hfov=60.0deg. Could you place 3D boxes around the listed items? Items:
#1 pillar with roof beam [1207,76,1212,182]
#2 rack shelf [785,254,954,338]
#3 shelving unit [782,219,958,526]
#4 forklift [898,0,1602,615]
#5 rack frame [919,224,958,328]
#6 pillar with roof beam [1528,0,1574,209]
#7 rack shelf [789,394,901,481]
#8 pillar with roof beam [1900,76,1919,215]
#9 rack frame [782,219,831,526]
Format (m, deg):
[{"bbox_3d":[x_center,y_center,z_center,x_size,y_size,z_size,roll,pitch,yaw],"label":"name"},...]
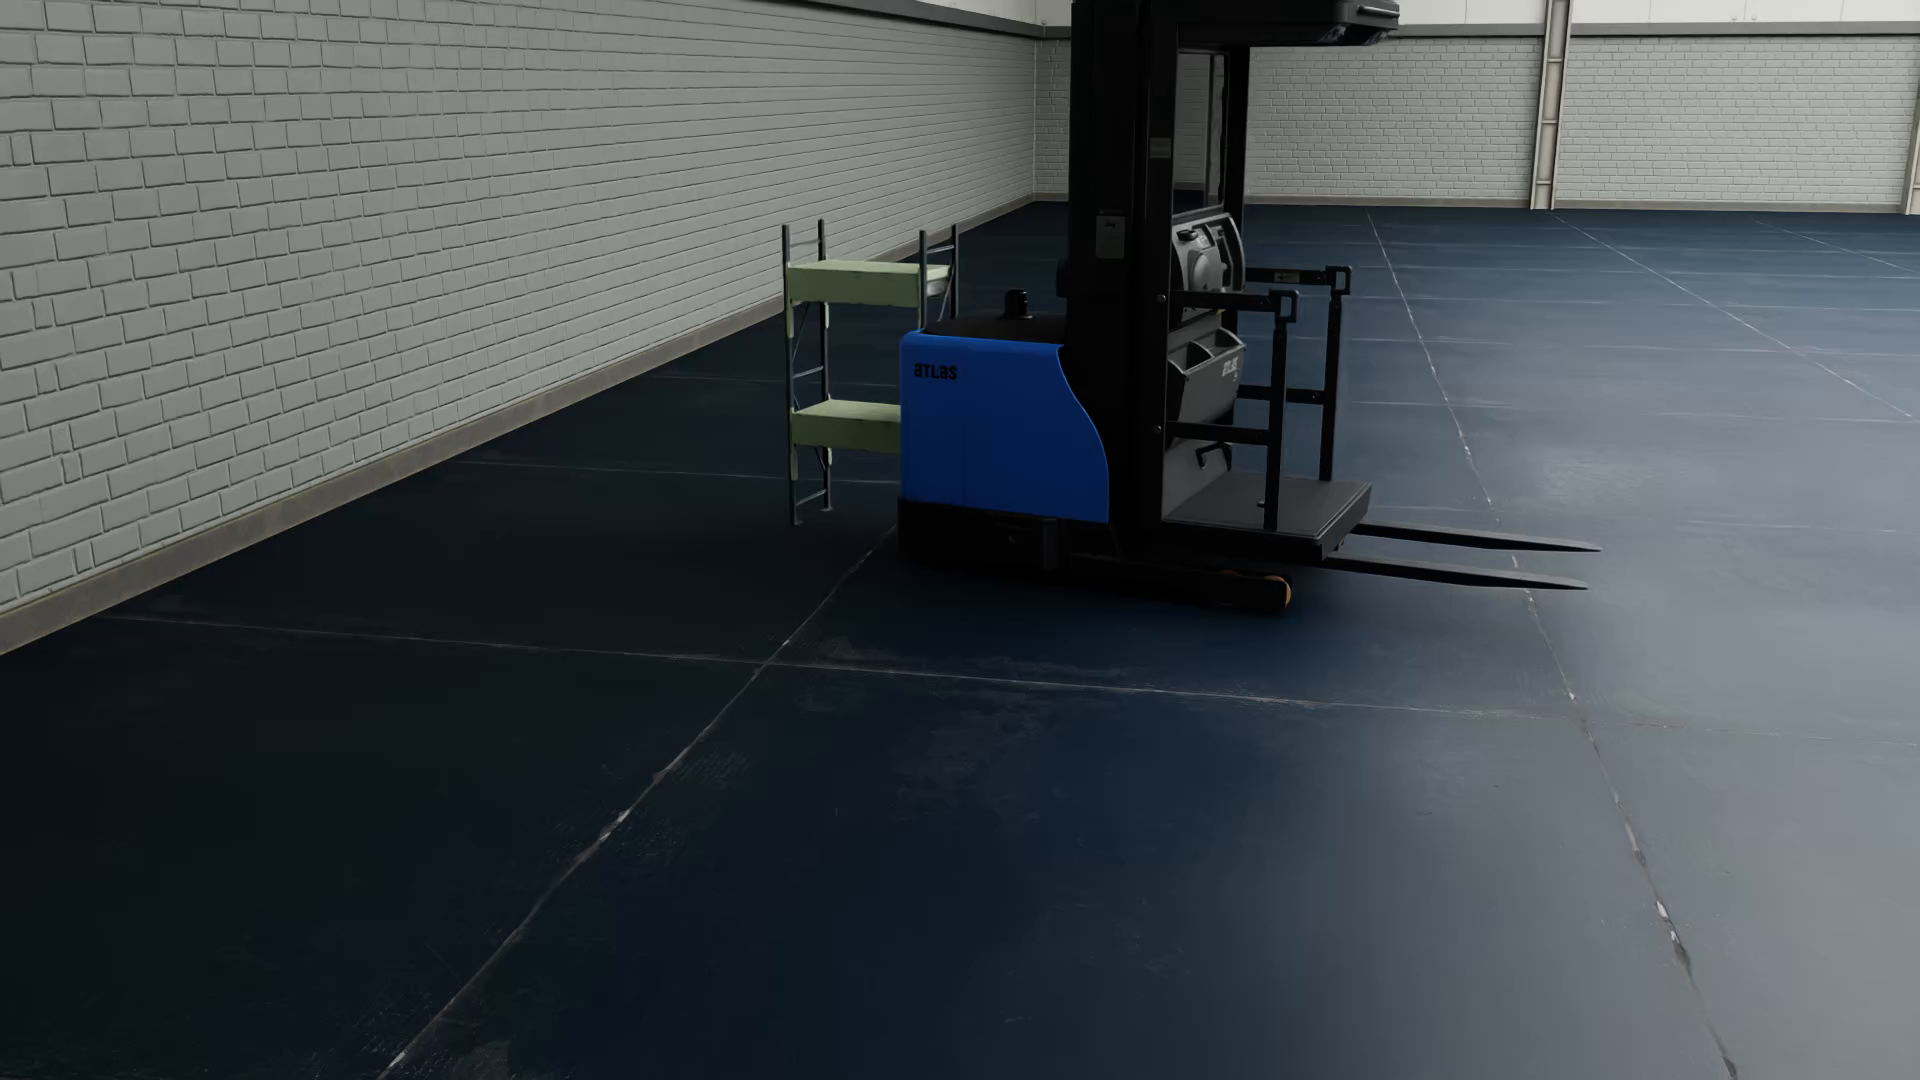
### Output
[{"bbox_3d":[3.414,-9.321,24.948,0.400,9.000,9.100,3,16,11],"label":"pillar with roof beam"},{"bbox_3d":[-0.434,-1.179,8.139,0.720,0.370,0.431,7,17,23],"label":"rack shelf"},{"bbox_3d":[-0.434,-0.803,8.243,0.755,1.500,0.431,7,17,23],"label":"shelving unit"},{"bbox_3d":[1.271,-1.258,7.204,3.031,2.935,1.130,7,17,24],"label":"forklift"},{"bbox_3d":[-0.099,-0.763,8.101,0.023,1.500,0.400,7,17,23],"label":"rack frame"},{"bbox_3d":[9.293,-9.002,23.796,0.400,9.000,9.100,3,16,11],"label":"pillar with roof beam"},{"bbox_3d":[-0.434,-0.489,8.330,0.720,0.370,0.431,7,17,23],"label":"rack shelf"},{"bbox_3d":[15.173,-8.683,22.643,0.400,9.000,9.100,3,16,11],"label":"pillar with roof beam"},{"bbox_3d":[-0.770,-0.842,8.384,0.023,1.500,0.400,7,17,23],"label":"rack frame"}]
